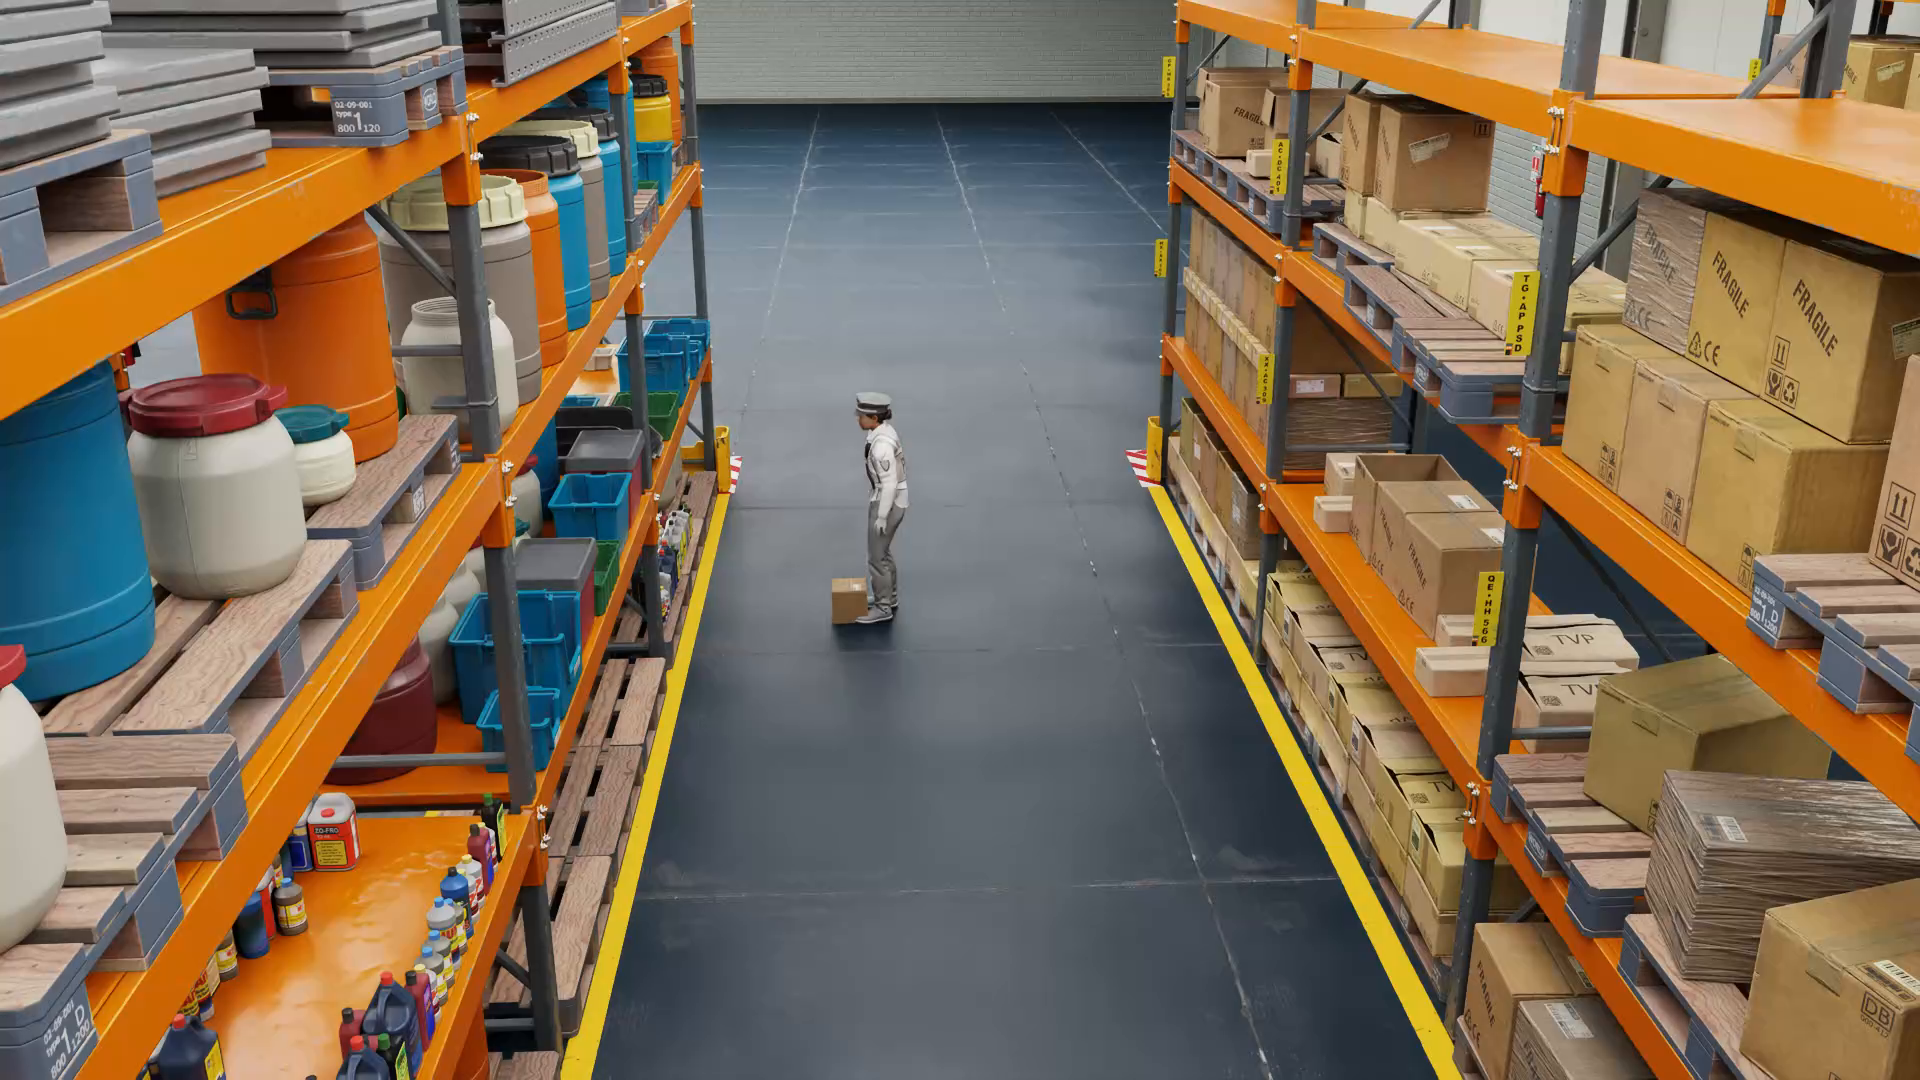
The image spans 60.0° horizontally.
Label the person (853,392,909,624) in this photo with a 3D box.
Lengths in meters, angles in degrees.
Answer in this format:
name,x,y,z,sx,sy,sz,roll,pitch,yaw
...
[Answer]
name,x,y,z,sx,sy,sz,roll,pitch,yaw
person,-0.569,-0.230,11.687,0.415,1.662,0.540,-2,21,-6
